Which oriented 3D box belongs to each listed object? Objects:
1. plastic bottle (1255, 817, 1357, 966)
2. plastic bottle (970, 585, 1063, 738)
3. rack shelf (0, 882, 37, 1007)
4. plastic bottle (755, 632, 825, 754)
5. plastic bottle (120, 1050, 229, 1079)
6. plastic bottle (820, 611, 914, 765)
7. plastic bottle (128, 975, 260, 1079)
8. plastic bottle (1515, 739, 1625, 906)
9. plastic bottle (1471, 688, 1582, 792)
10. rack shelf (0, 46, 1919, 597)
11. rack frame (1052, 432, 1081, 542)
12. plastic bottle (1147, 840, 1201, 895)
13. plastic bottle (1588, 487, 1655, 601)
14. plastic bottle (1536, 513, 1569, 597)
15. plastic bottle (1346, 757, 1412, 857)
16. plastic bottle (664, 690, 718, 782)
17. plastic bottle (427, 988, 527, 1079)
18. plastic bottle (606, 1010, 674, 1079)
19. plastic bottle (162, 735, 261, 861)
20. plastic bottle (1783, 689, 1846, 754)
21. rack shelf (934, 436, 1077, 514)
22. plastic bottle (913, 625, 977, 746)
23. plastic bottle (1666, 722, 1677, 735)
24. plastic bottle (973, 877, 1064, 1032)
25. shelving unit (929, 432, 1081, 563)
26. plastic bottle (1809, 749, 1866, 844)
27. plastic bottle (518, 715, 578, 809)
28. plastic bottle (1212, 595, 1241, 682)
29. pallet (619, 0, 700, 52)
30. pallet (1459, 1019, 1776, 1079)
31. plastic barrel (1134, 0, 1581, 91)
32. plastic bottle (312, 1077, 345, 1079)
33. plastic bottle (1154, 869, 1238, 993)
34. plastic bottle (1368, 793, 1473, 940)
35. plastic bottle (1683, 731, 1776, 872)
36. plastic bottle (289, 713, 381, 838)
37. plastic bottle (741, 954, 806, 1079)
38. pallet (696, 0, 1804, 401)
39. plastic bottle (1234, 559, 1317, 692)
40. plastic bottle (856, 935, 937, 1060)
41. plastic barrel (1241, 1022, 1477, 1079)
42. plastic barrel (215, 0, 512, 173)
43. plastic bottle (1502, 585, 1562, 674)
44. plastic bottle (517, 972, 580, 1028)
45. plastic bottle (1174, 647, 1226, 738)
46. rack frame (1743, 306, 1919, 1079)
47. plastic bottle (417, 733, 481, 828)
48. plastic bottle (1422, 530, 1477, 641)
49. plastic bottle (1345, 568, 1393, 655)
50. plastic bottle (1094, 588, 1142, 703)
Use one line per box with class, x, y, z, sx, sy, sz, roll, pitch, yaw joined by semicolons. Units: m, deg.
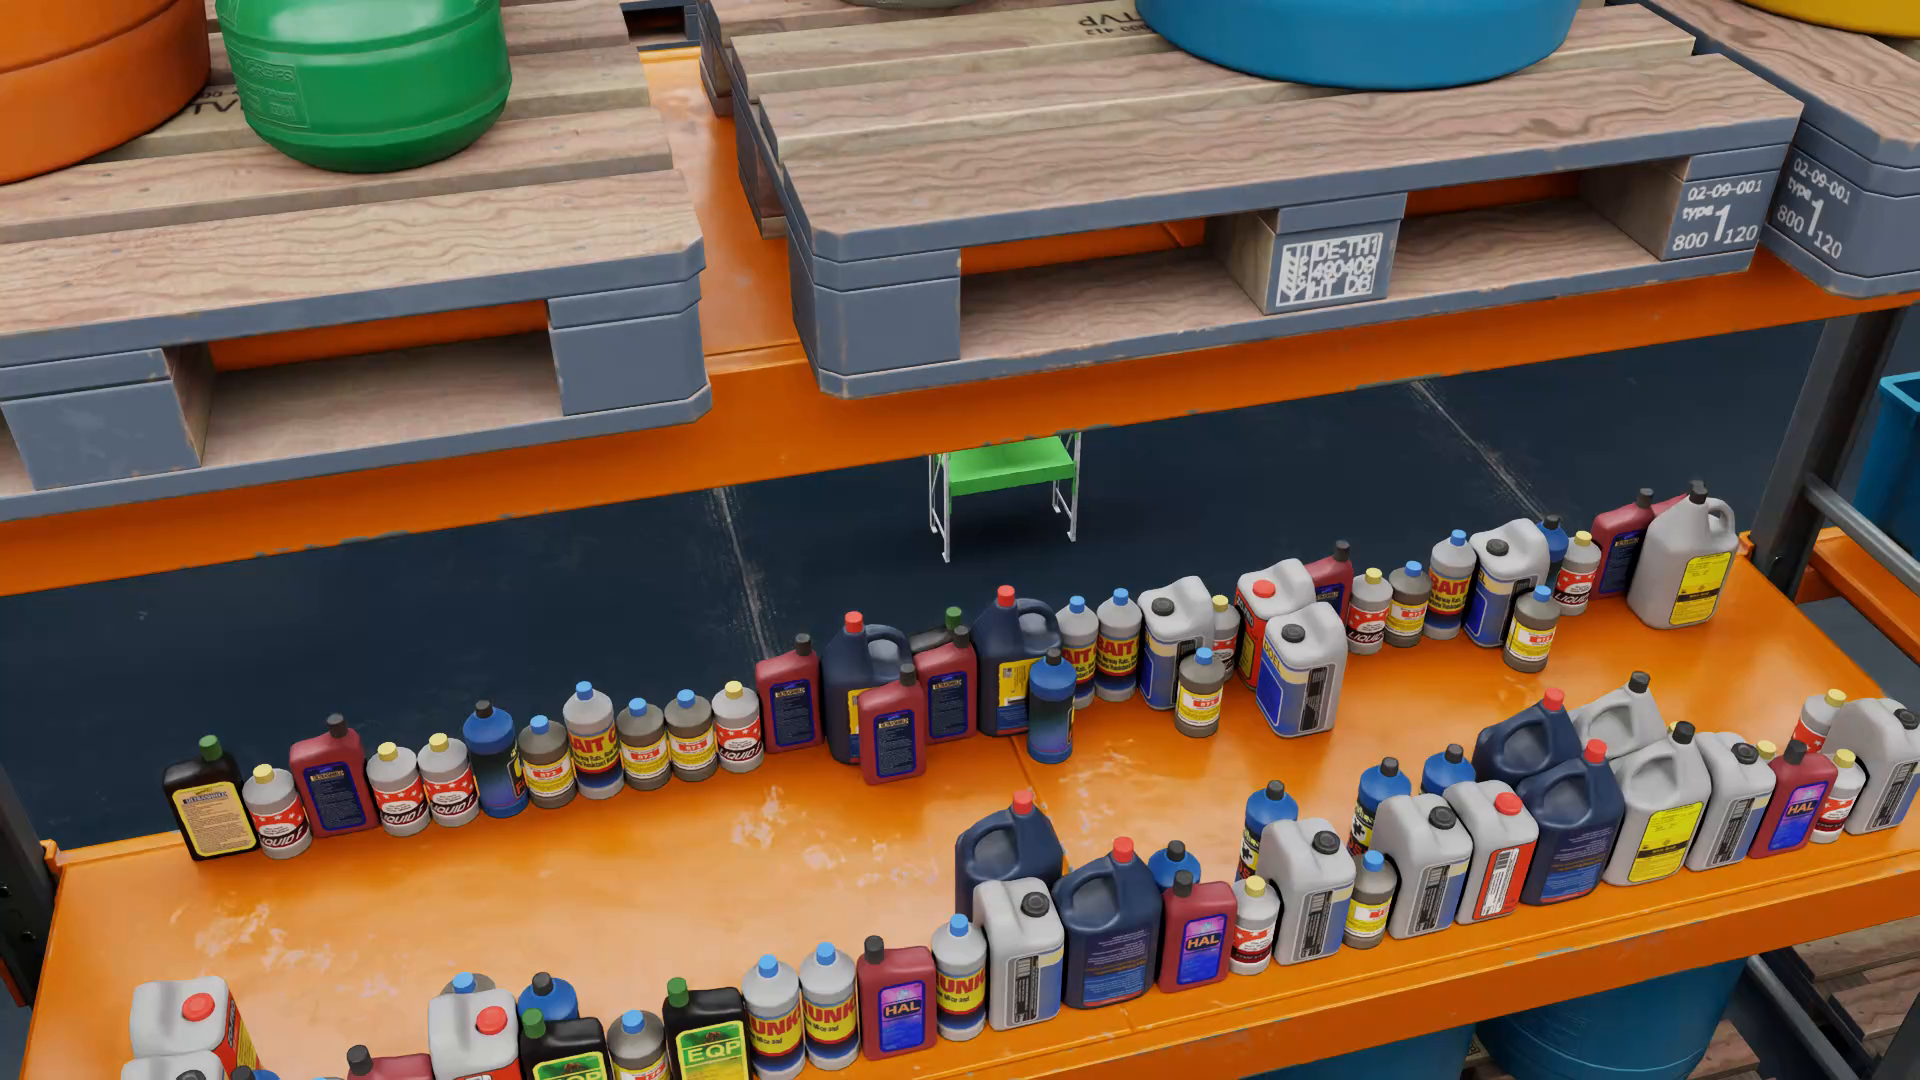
plastic bottle;0.634;0.630;3.060;0.135;0.276;0.152;-9;38;-12
plastic bottle;0.117;0.239;3.509;0.185;0.351;0.144;-9;38;-12
rack shelf;-3.669;1.369;2.584;4.000;0.370;1.077;-9;38;-12
plastic bottle;-0.355;0.317;3.463;0.133;0.283;0.061;-9;38;-12
plastic bottle;-1.236;0.937;2.659;0.135;0.276;0.152;-9;38;-12
plastic bottle;-0.191;0.290;3.443;0.185;0.351;0.144;-9;38;-12
plastic bottle;-1.275;0.847;2.776;0.135;0.276;0.152;-9;38;-12
plastic bottle;1.143;0.519;3.143;0.185;0.351;0.144;-9;38;-12
plastic bottle;1.106;0.434;3.254;0.185;0.351;0.144;-9;38;-12
rack shelf;0.193;-0.456;2.501;4.000;0.370;1.077;-9;38;-12
rack frame;0.395;-0.541;5.970;0.015;1.200;0.240;-9;38;-12
plastic bottle;0.385;0.651;3.036;0.097;0.271;0.097;0;37;0
plastic bottle;1.530;0.008;3.867;0.133;0.283;0.061;-9;38;-12
plastic bottle;1.329;0.057;3.813;0.097;0.271;0.097;0;37;0
plastic bottle;0.808;0.525;3.201;0.097;0.271;0.097;0;37;0
plastic bottle;-0.556;0.394;3.429;0.097;0.201;0.097;0;37;0
plastic bottle;-0.789;0.863;2.755;0.135;0.276;0.152;-9;38;-12
plastic bottle;-0.541;0.869;2.808;0.097;0.201;0.097;0;37;0
plastic bottle;-1.458;0.498;3.226;0.133;0.283;0.061;-9;38;-12
plastic bottle;1.777;0.393;3.431;0.097;0.201;0.097;0;37;0
rack shelf;0.160;-0.261;6.104;0.480;0.148;0.258;-9;38;-12
plastic bottle;-0.032;0.302;3.482;0.133;0.283;0.061;-9;38;-12
plastic bottle;1.425;0.451;3.355;0.097;0.201;0.097;0;37;0
plastic bottle;0.103;0.717;2.946;0.135;0.276;0.152;-9;38;-12
shelving unit;0.160;-0.503;5.920;0.503;1.200;0.258;-9;38;-12
plastic bottle;1.723;0.498;3.294;0.097;0.201;0.097;0;37;0
plastic bottle;-0.838;0.440;3.369;0.097;0.201;0.097;0;37;0
plastic bottle;0.565;0.210;3.670;0.097;0.201;0.097;0;37;0
pallet;-1.149;-2.374;7.043;1.213;0.211;1.003;-9;38;-12
pallet;1.368;1.338;4.327;1.213;0.211;1.003;-9;38;-12
plastic barrel;0.516;-1.065;1.946;0.708;0.901;0.600;-9;38;-12
plastic bottle;-1.023;0.948;2.705;0.097;0.201;0.097;0;37;0
plastic bottle;0.423;0.690;2.975;0.133;0.283;0.061;-9;38;-12
plastic bottle;0.858;0.593;3.108;0.135;0.276;0.152;-9;38;-12
plastic bottle;1.475;0.492;3.240;0.135;0.276;0.152;-9;38;-12
plastic bottle;-1.236;0.462;3.274;0.133;0.283;0.061;-9;38;-12
plastic bottle;-0.318;0.805;2.835;0.097;0.271;0.097;0;37;0
pallet;0.298;-0.621;2.280;1.213;0.211;1.003;-9;38;-12
plastic bottle;0.684;0.178;3.650;0.135;0.276;0.152;-9;38;-12
plastic bottle;-0.108;0.777;2.861;0.133;0.283;0.061;-9;38;-12
plastic barrel;0.911;0.988;3.872;0.708;0.901;0.600;-9;38;-12
plastic barrel;-0.655;-0.563;1.831;0.294;0.245;0.294;0;37;0
plastic bottle;1.275;0.189;3.697;0.097;0.201;0.097;0;37;0
plastic bottle;-0.686;0.827;2.806;0.097;0.271;0.097;0;37;0
plastic bottle;0.510;0.315;3.533;0.097;0.201;0.097;0;37;0
rack frame;2.124;0.133;3.608;0.127;3.000;1.000;-9;38;-12
plastic bottle;-1.026;0.471;3.329;0.097;0.201;0.097;0;37;0
plastic bottle;1.105;0.094;3.764;0.097;0.271;0.097;0;37;0
plastic bottle;0.917;0.152;3.745;0.097;0.201;0.097;0;37;0
plastic bottle;0.341;0.219;3.600;0.097;0.271;0.097;0;37;0
